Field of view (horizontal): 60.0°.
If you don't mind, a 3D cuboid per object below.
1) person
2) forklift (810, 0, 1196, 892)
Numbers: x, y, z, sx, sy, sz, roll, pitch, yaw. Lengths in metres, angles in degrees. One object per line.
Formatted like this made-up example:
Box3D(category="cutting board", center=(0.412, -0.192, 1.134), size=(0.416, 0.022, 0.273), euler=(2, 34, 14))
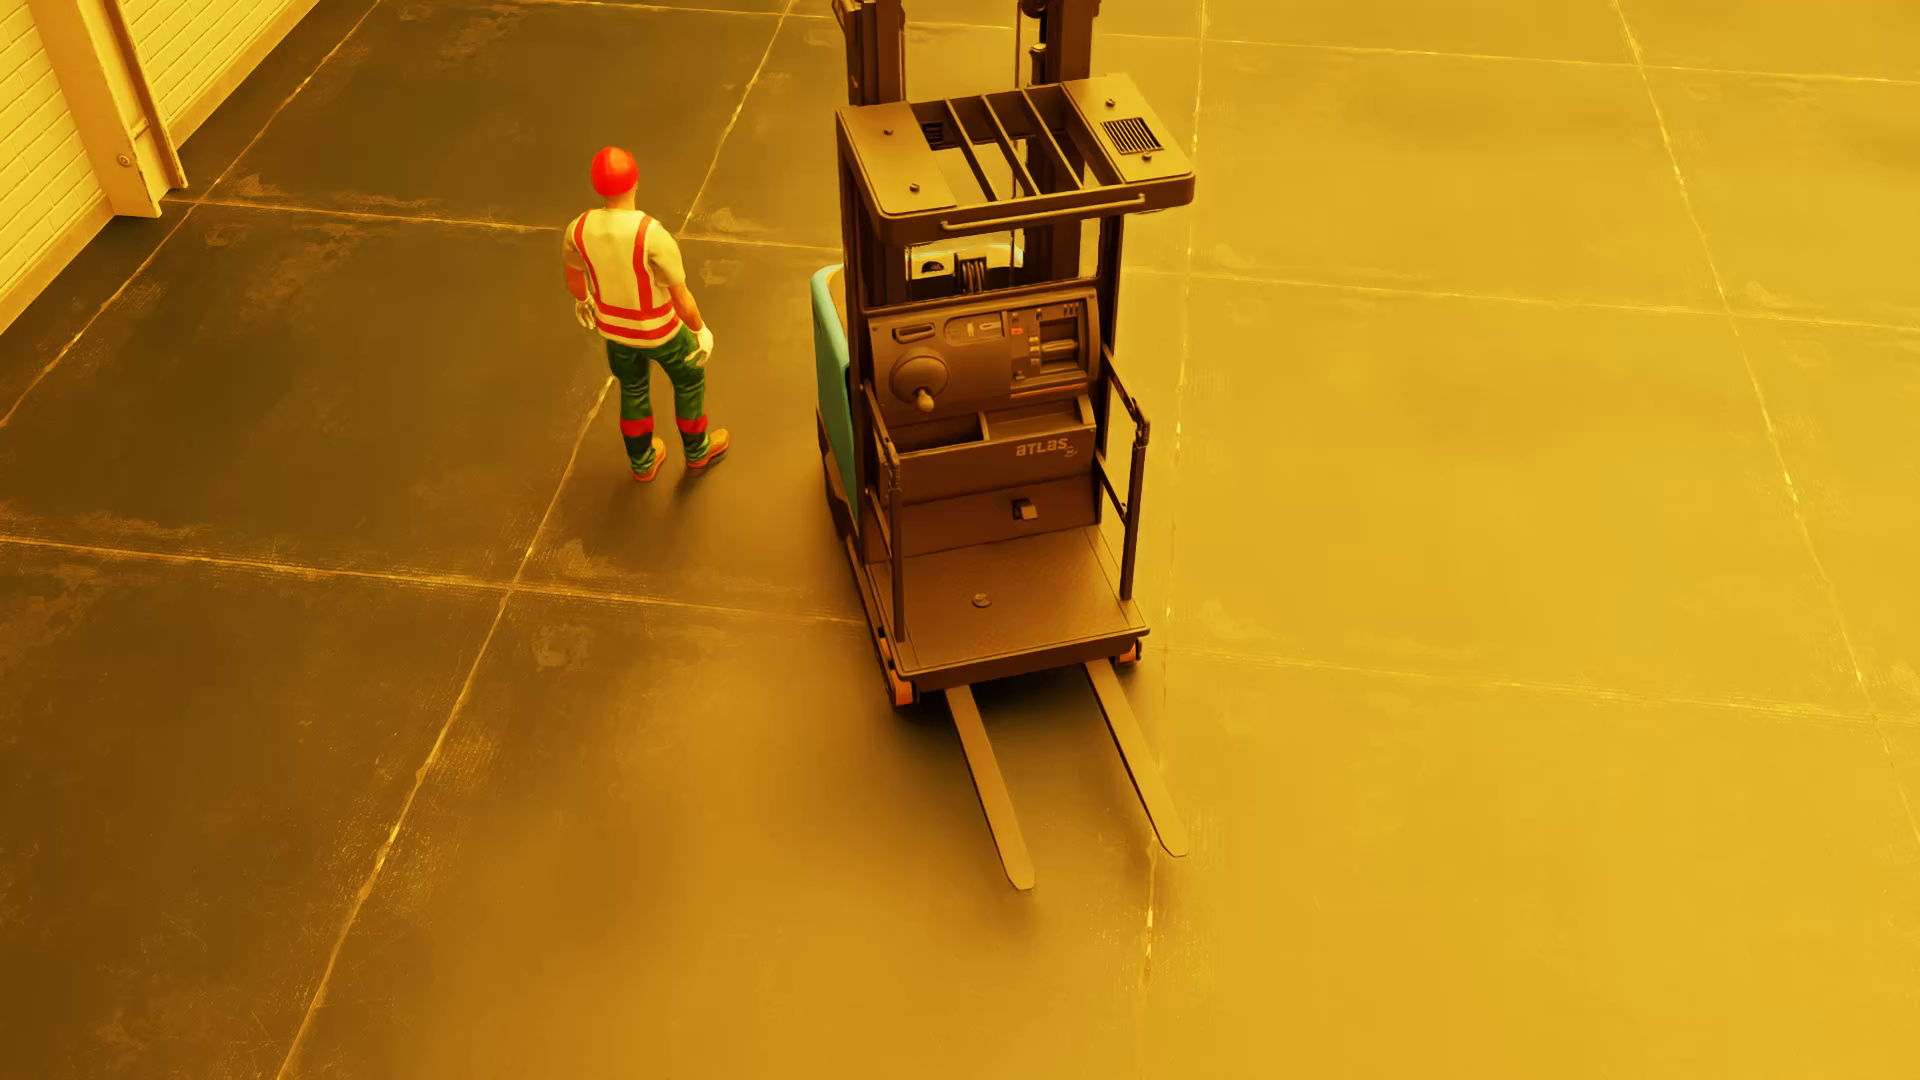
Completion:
Box3D(category="person", center=(-1.450, -1.050, 7.720), size=(0.718, 1.785, 0.525), euler=(11, 44, 12))
Box3D(category="forklift", center=(0.159, -0.664, 6.448), size=(1.130, 2.935, 3.031), euler=(-10, 44, -11))
